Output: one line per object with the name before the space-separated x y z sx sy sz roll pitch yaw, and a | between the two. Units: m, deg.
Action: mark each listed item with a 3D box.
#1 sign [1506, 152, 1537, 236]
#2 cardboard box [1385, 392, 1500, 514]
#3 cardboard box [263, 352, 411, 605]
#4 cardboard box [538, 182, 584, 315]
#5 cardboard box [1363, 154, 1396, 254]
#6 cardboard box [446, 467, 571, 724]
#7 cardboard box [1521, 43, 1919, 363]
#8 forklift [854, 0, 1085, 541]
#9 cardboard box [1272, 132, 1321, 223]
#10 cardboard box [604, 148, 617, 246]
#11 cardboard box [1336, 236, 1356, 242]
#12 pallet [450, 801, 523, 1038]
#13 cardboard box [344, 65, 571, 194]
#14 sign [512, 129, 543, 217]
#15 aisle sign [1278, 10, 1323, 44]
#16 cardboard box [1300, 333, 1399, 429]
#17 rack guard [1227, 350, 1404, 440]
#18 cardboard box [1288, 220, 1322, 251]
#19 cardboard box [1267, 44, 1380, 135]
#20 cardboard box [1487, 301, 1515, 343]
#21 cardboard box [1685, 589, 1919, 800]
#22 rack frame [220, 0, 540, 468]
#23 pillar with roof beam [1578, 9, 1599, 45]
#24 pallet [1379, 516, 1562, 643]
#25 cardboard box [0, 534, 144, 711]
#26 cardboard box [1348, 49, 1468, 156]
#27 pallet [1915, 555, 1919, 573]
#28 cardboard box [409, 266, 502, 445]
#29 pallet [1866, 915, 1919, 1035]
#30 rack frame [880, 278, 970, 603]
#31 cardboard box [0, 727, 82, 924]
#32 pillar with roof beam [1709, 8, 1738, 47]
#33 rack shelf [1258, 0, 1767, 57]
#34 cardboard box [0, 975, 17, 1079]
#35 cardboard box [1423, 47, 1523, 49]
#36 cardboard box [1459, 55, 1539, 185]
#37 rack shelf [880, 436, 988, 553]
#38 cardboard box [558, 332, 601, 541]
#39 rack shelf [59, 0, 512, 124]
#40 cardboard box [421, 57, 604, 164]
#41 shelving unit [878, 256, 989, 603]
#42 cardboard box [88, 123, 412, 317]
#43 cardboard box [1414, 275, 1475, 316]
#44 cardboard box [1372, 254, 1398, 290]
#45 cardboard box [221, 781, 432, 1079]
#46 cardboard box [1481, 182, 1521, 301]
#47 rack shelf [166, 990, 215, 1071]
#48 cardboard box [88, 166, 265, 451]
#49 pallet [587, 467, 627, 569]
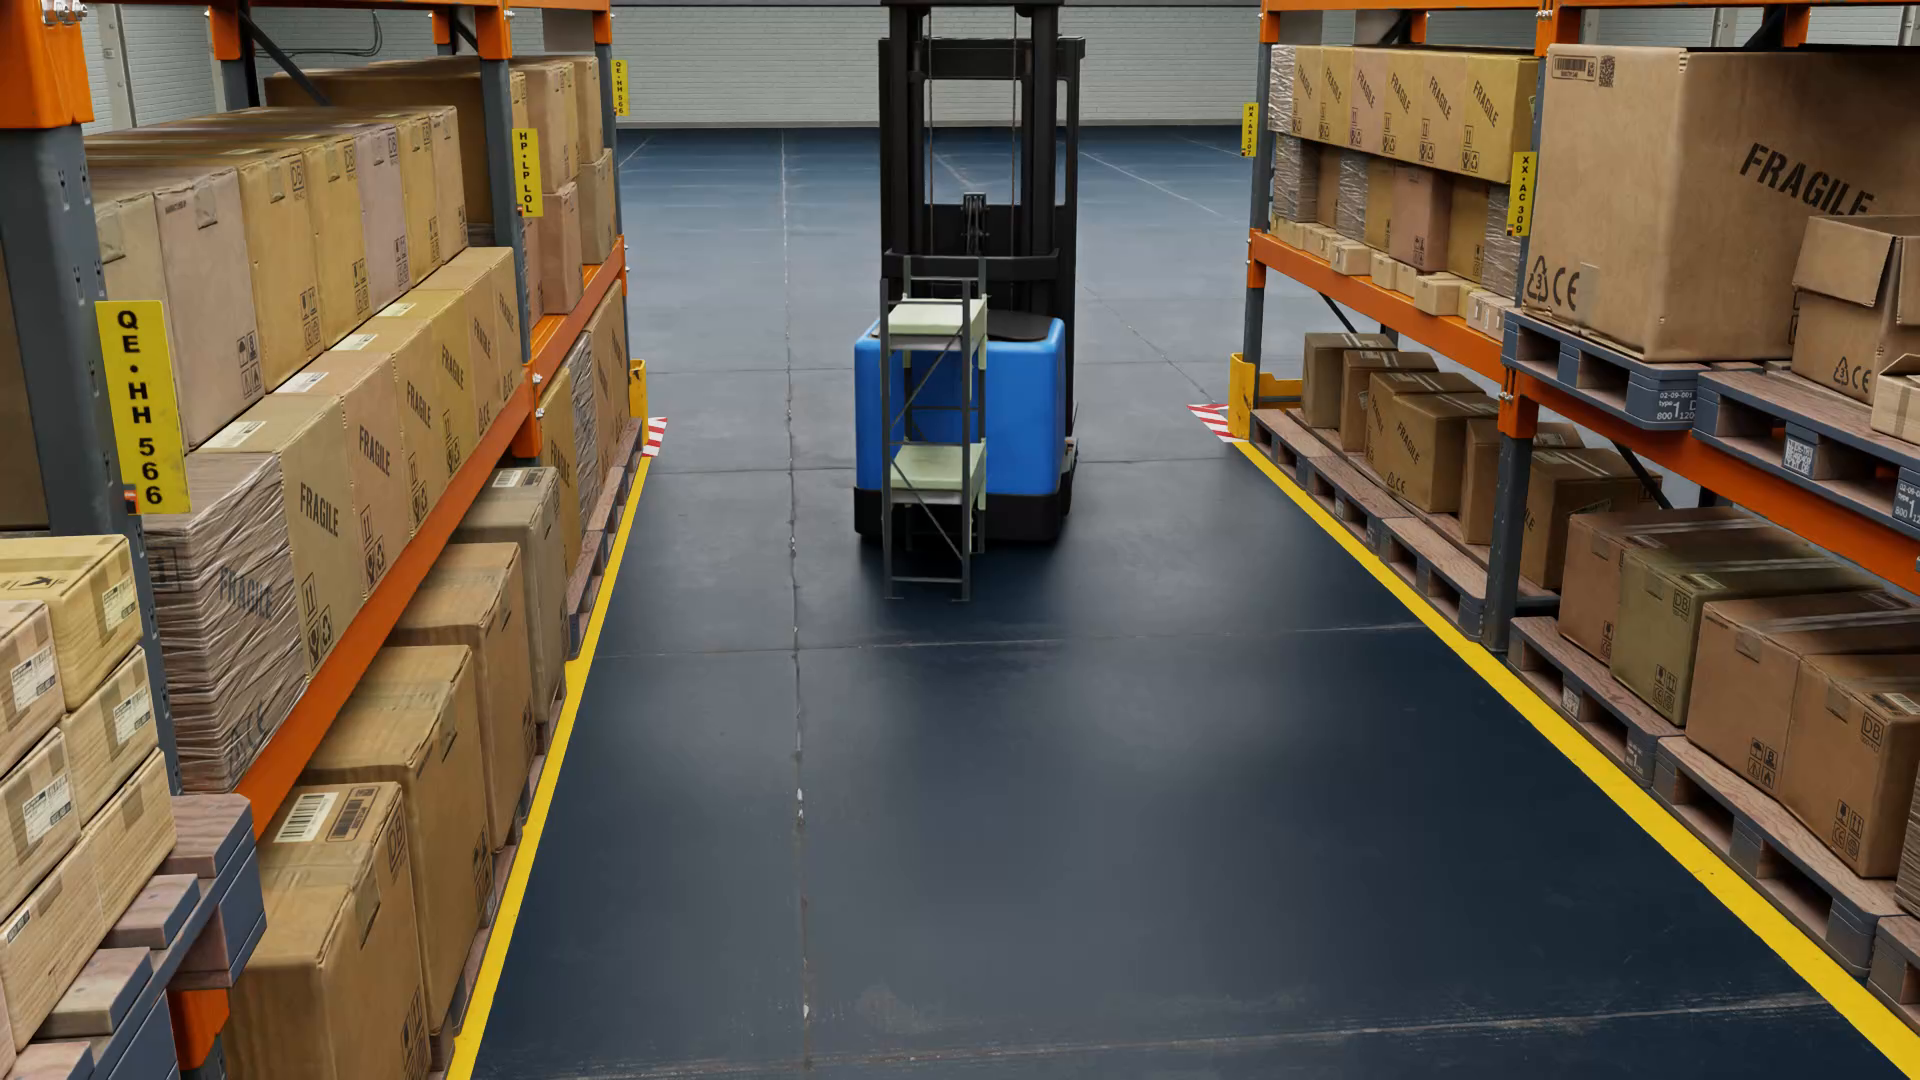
sign | 2.228 -1.370 6.588 0.100 0.325 0.005 -2 18 -6
cardboard box | 2.557 -0.457 8.598 0.500 0.500 0.500 -3 18 -11
cardboard box | -1.649 -0.153 3.989 0.500 0.500 0.500 -2 18 -6
cardboard box | -2.245 -1.362 7.757 0.875 0.550 0.550 -2 18 -6
cardboard box | 2.603 -1.748 8.573 0.875 0.500 0.500 -2 18 -6
cardboard box | -2.024 0.202 6.080 1.050 0.750 0.750 -2 18 -6
cardboard box | 2.710 -1.222 5.858 1.000 1.000 1.000 -2 18 -5
forklift | 0.131 -1.789 9.482 1.130 2.935 3.031 2 18 6
cardboard box | 2.384 -2.193 9.990 0.875 0.500 0.500 -2 18 -6
cardboard box | -2.506 -2.007 9.812 0.875 0.550 0.550 -2 18 -6
cardboard box | 2.282 -1.584 9.133 0.380 0.149 0.250 -2 18 -6
pallet | -1.894 1.069 4.919 1.003 0.211 1.213 -2 18 -6
cardboard box | -2.272 -1.876 7.592 0.875 0.550 0.550 -2 18 -6
sign | -1.638 -1.387 6.287 0.100 0.325 0.005 -2 18 -6
aisle sign | 2.049 -3.417 10.214 0.394 0.787 0.004 -2 18 -6
cardboard box | 2.402 -0.989 10.292 0.500 0.500 0.500 1 17 5
rack guard | 2.362 -0.953 10.877 1.175 0.500 0.348 -2 18 -6
cardboard box | 2.164 -1.806 9.840 0.380 0.149 0.250 -2 18 -6
cardboard box | 2.140 -2.662 9.816 0.500 0.500 0.500 -2 18 -6
cardboard box | 2.452 -0.911 6.991 0.380 0.149 0.250 -2 18 -6
cardboard box | 2.897 0.500 5.517 0.700 0.500 0.500 -3 18 -10
rack frame | -2.177 -0.853 6.386 1.000 3.000 0.127 -2 18 -6
pillar with roof beam | 10.691 -14.112 38.605 9.100 9.000 0.400 -2 18 -6
pallet | 2.662 0.155 7.830 1.003 0.211 1.213 -2 18 -6
cardboard box | -1.258 0.106 2.056 0.380 0.149 0.250 -2 18 -8
cardboard box | 2.295 -2.215 8.393 0.500 0.500 0.500 -2 18 -6
pallet | 3.000 0.098 3.677 1.213 0.211 1.003 -2 18 -6
cardboard box | -1.805 -0.603 5.423 0.500 0.500 0.500 -2 18 -6
pallet | 3.100 1.313 4.142 1.003 0.211 1.213 -2 18 -6
rack frame | -0.155 -0.432 7.549 0.400 1.500 0.023 2 18 6
cardboard box | -1.231 0.329 1.843 0.380 0.149 0.250 -1 17 -4
pillar with roof beam | 11.310 -12.325 32.911 9.100 9.000 0.400 -2 18 -6
rack shelf | 2.561 -2.660 8.335 1.077 0.370 4.000 -2 18 -6
cardboard box | -1.206 0.542 1.662 0.380 0.149 0.250 -1 17 -5
cardboard box | 2.763 -2.380 8.919 0.500 0.500 0.500 -2 18 -6
cardboard box | 2.447 -1.768 6.969 0.500 0.500 0.500 -2 18 -6
rack shelf | -0.115 -0.230 7.994 0.431 0.370 0.720 2 18 6
cardboard box | -2.269 -0.498 8.101 0.875 0.875 0.875 -2 18 -5
rack shelf | -1.971 -1.345 4.147 1.077 0.370 4.000 -2 18 -6
cardboard box | -2.441 -2.359 9.129 0.875 0.550 0.550 -2 18 -6
shelving unit | -0.115 -0.541 7.896 0.431 1.500 0.755 2 18 6
cardboard box | -2.013 -0.926 4.783 0.700 0.500 0.500 -2 18 -5
cardboard box | 2.333 -1.133 7.699 0.380 0.149 0.250 -2 18 -6
cardboard box | 2.312 -1.359 8.416 0.380 0.149 0.250 -2 18 -6
cardboard box | -1.738 1.027 3.451 1.050 0.750 0.750 -2 18 -6
cardboard box | 2.782 -1.302 7.152 0.875 0.500 0.500 -2 18 -6
rack shelf | -1.558 1.278 0.800 1.077 0.370 4.000 -2 18 -6
cardboard box | -1.854 -0.471 3.332 0.700 0.500 0.500 -2 18 -6
pallet | -2.307 -0.116 8.694 1.003 0.211 1.213 -2 18 -6
